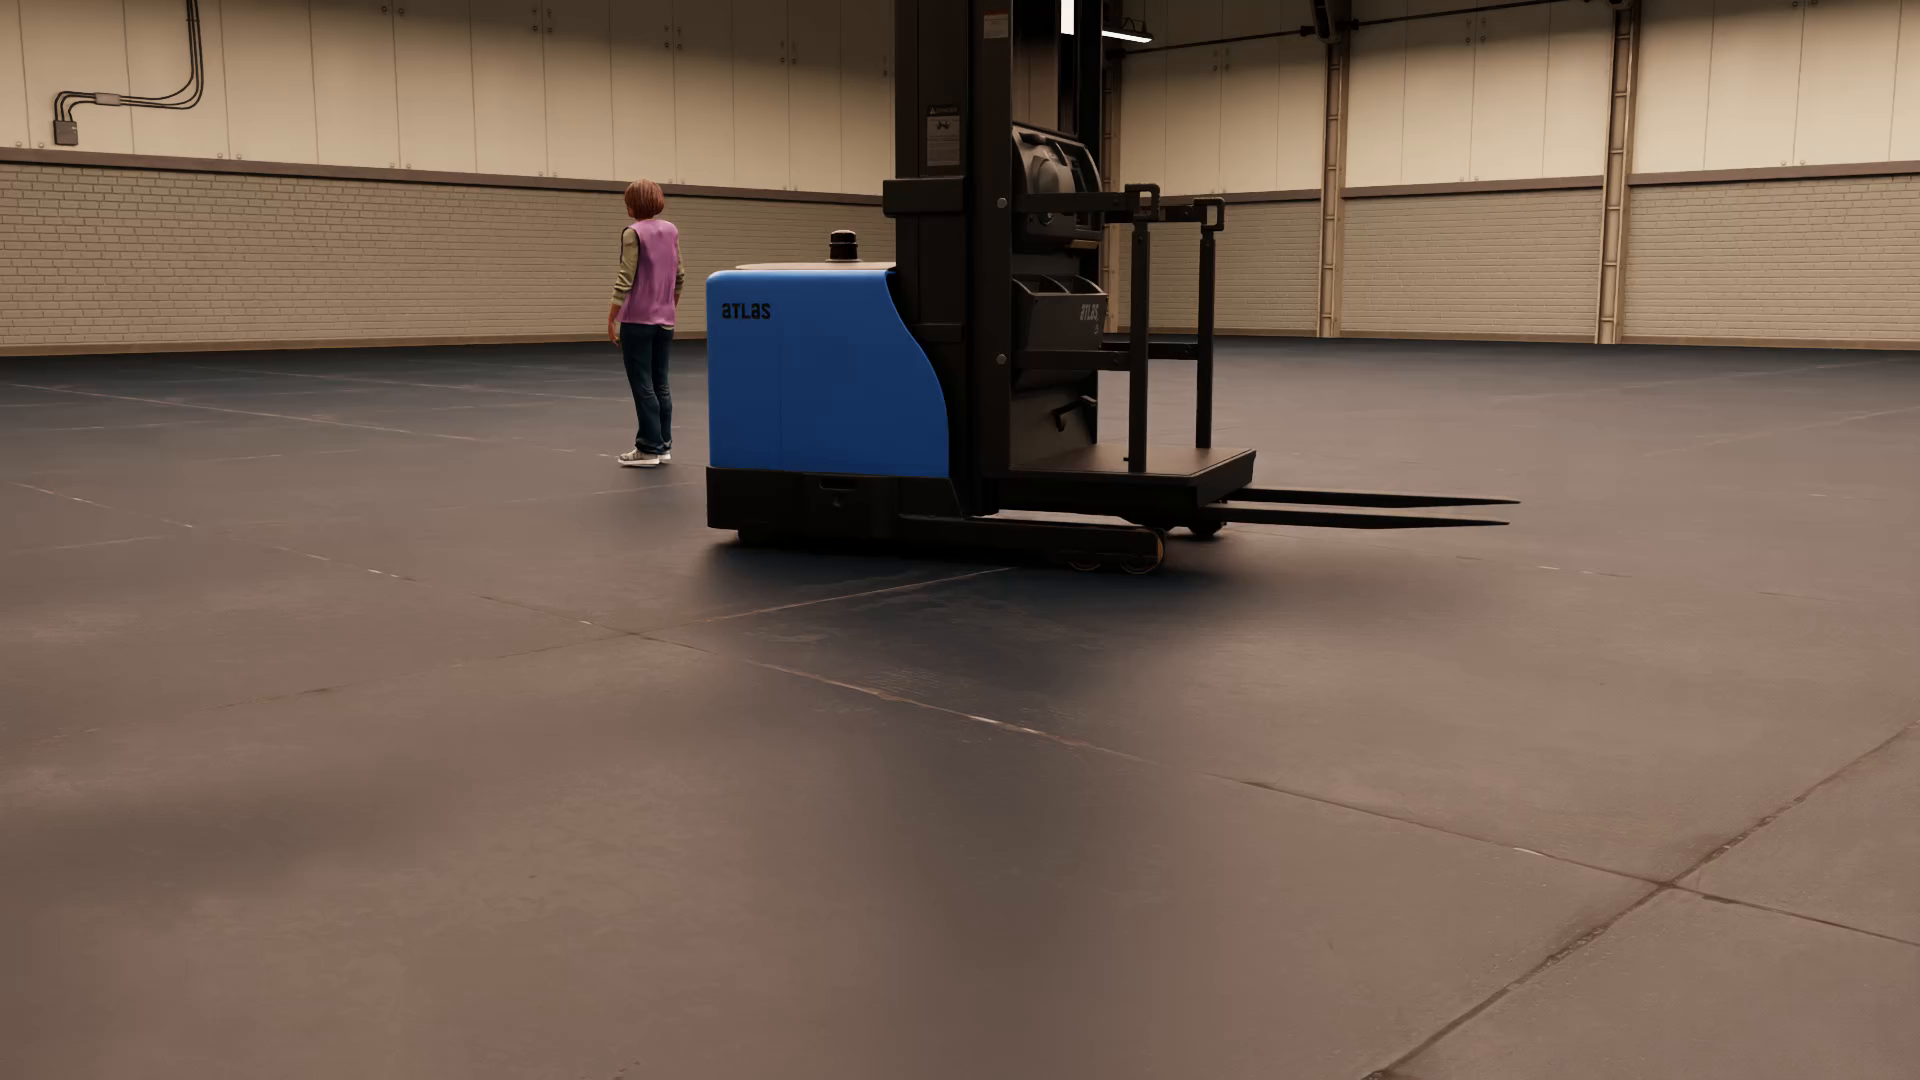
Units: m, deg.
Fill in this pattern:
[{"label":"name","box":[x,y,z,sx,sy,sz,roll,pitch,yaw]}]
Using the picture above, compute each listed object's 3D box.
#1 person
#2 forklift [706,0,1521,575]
[{"label":"person","box":[-1.817,-1.218,9.398,0.473,1.598,0.521,6,11,35]},{"label":"forklift","box":[0.565,-1.416,6.275,3.031,2.935,1.130,3,9,22]}]
